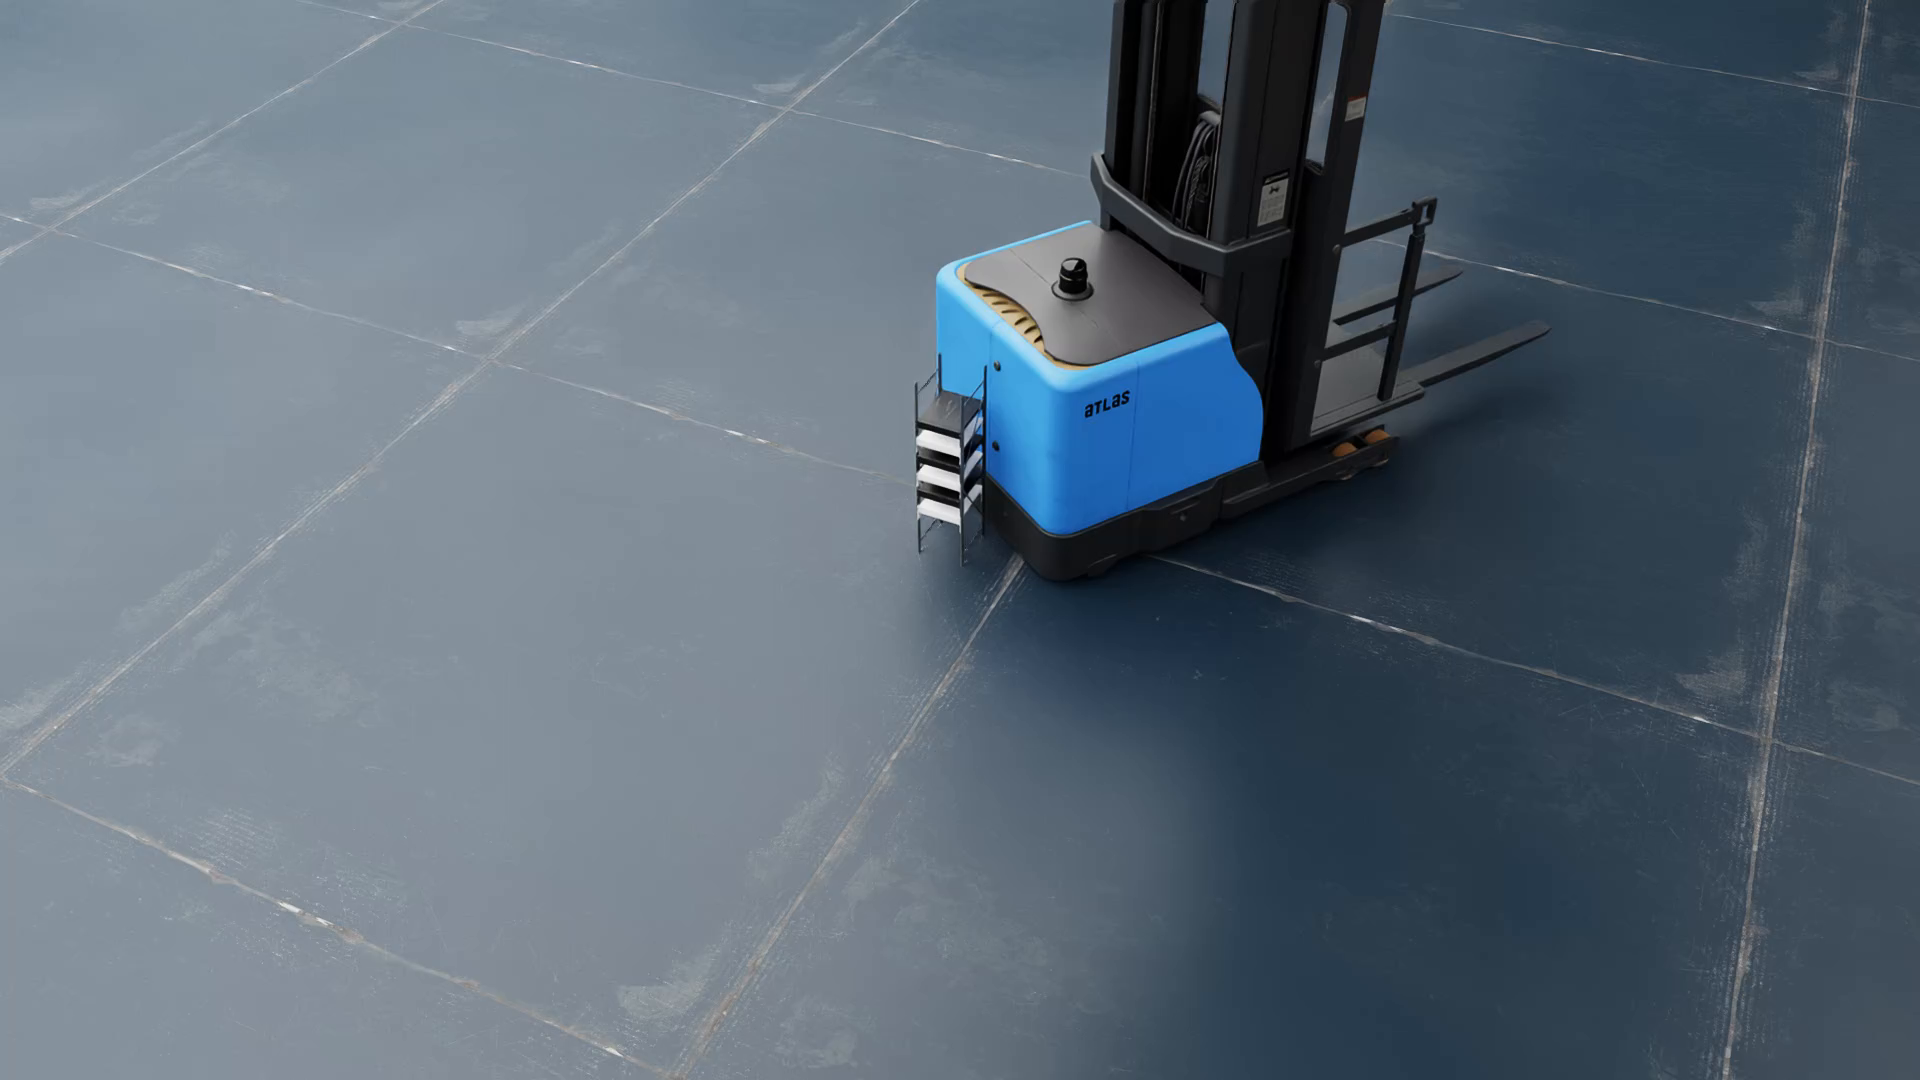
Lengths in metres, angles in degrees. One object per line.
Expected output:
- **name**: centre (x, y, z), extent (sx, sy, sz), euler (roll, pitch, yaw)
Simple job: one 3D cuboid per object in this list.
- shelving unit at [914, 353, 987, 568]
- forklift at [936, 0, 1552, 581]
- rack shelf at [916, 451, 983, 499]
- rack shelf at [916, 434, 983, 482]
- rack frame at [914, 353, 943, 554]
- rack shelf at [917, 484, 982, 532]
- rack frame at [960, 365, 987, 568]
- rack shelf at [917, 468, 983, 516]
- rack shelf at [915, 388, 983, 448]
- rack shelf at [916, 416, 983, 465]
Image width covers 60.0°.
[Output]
- **shelving unit**: centre (-0.036, -0.321, 6.934), extent (0.210, 0.900, 0.258), euler (17, 44, 19)
- **forklift**: centre (1.416, -1.658, 6.925), extent (3.031, 2.935, 1.130), euler (-21, 45, -23)
- **rack shelf**: centre (-0.036, -0.296, 6.955), extent (0.200, 0.077, 0.258), euler (17, 44, 19)
- **rack shelf**: centre (-0.036, -0.364, 6.897), extent (0.200, 0.077, 0.258), euler (17, 44, 19)
- **rack frame**: centre (-0.128, -0.350, 6.966), extent (0.006, 0.900, 0.240), euler (17, 44, 19)
- **rack shelf**: centre (-0.036, -0.160, 7.073), extent (0.200, 0.077, 0.258), euler (17, 44, 19)
- **rack frame**: centre (0.056, -0.293, 6.901), extent (0.006, 0.900, 0.240), euler (17, 44, 19)
- **rack shelf**: centre (-0.036, -0.228, 7.014), extent (0.200, 0.077, 0.258), euler (17, 44, 19)
- **rack shelf**: centre (-0.036, -0.500, 6.779), extent (0.200, 0.077, 0.258), euler (17, 44, 19)
- **rack shelf**: centre (-0.036, -0.432, 6.838), extent (0.200, 0.077, 0.258), euler (17, 44, 19)
